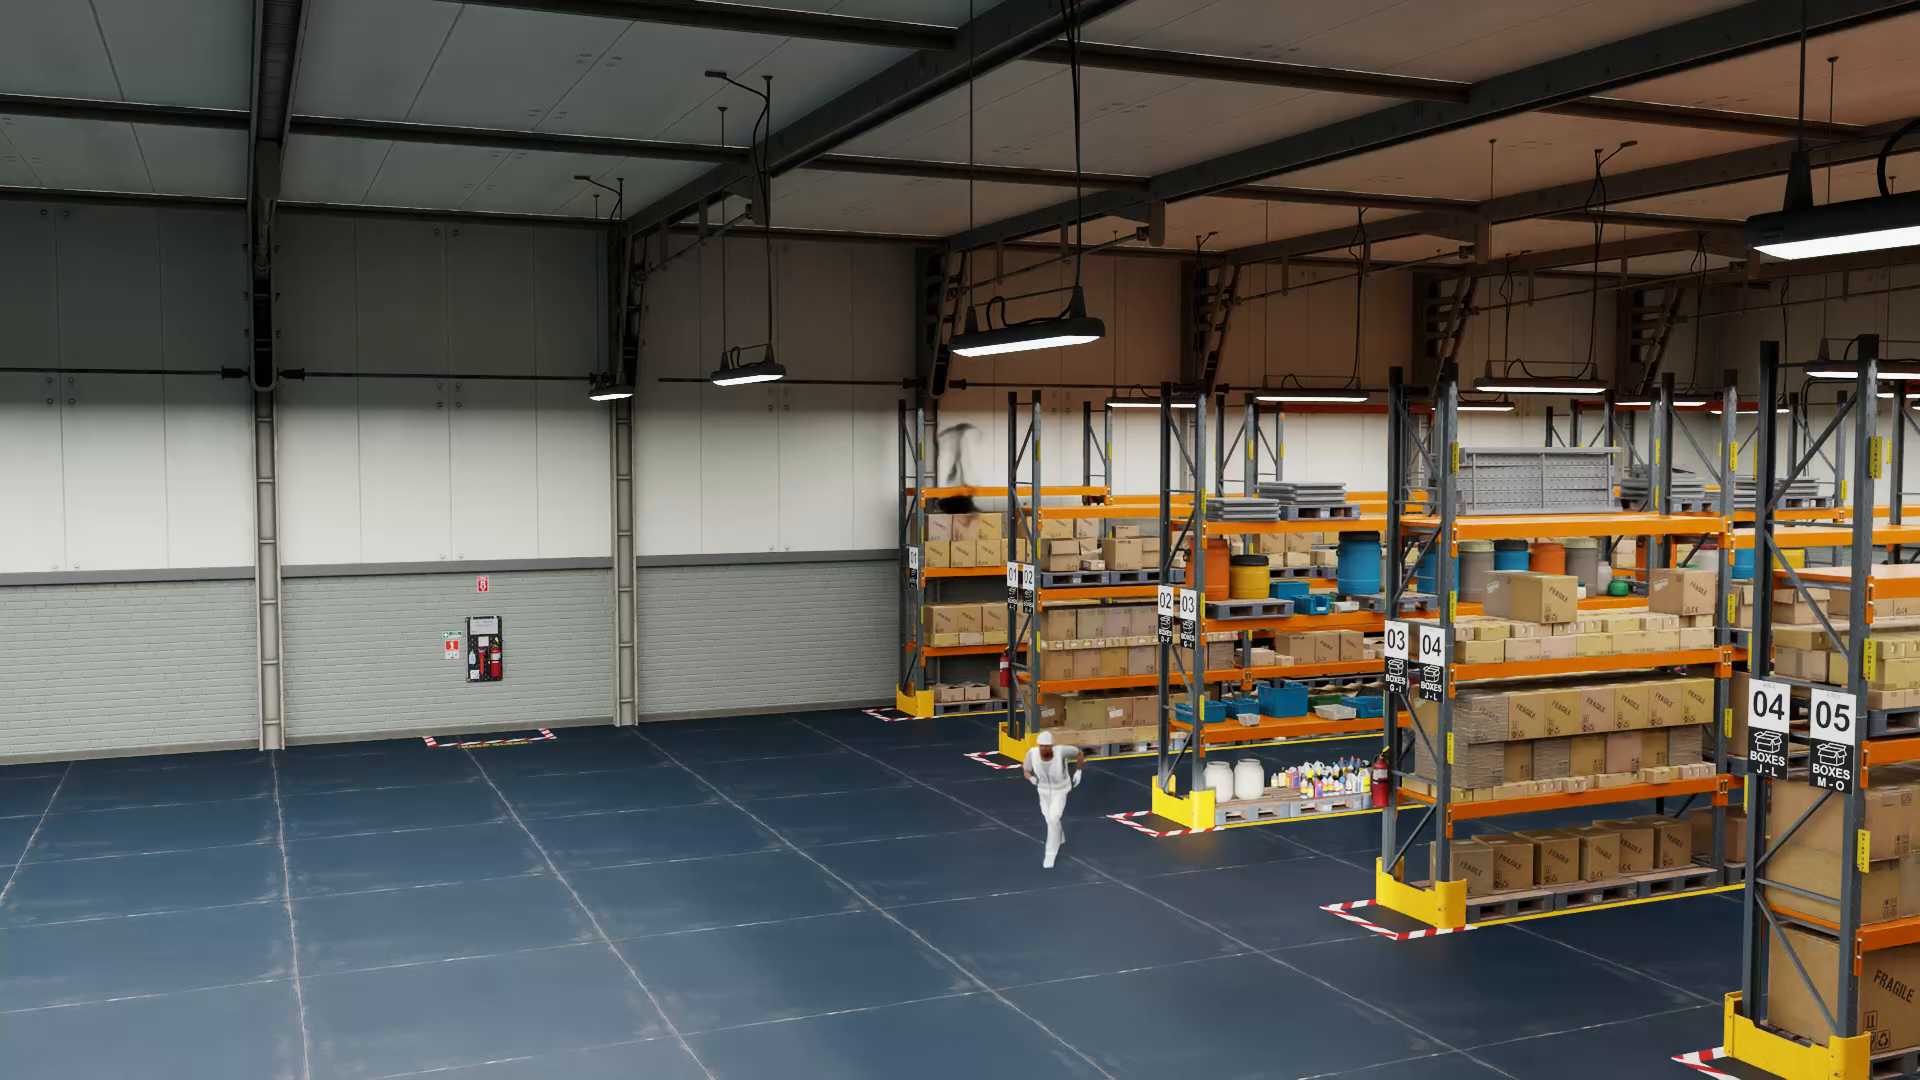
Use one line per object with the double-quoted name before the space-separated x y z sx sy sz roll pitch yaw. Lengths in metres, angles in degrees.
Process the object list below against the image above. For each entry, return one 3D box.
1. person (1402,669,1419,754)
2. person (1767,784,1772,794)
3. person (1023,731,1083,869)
"person" 7.452 2.690 27.653 0.585 1.731 0.661 -2 4 -28
"person" 11.225 2.968 22.551 0.727 1.740 0.674 -2 4 -28
"person" 1.162 3.154 20.481 0.729 1.724 1.025 1 4 18
